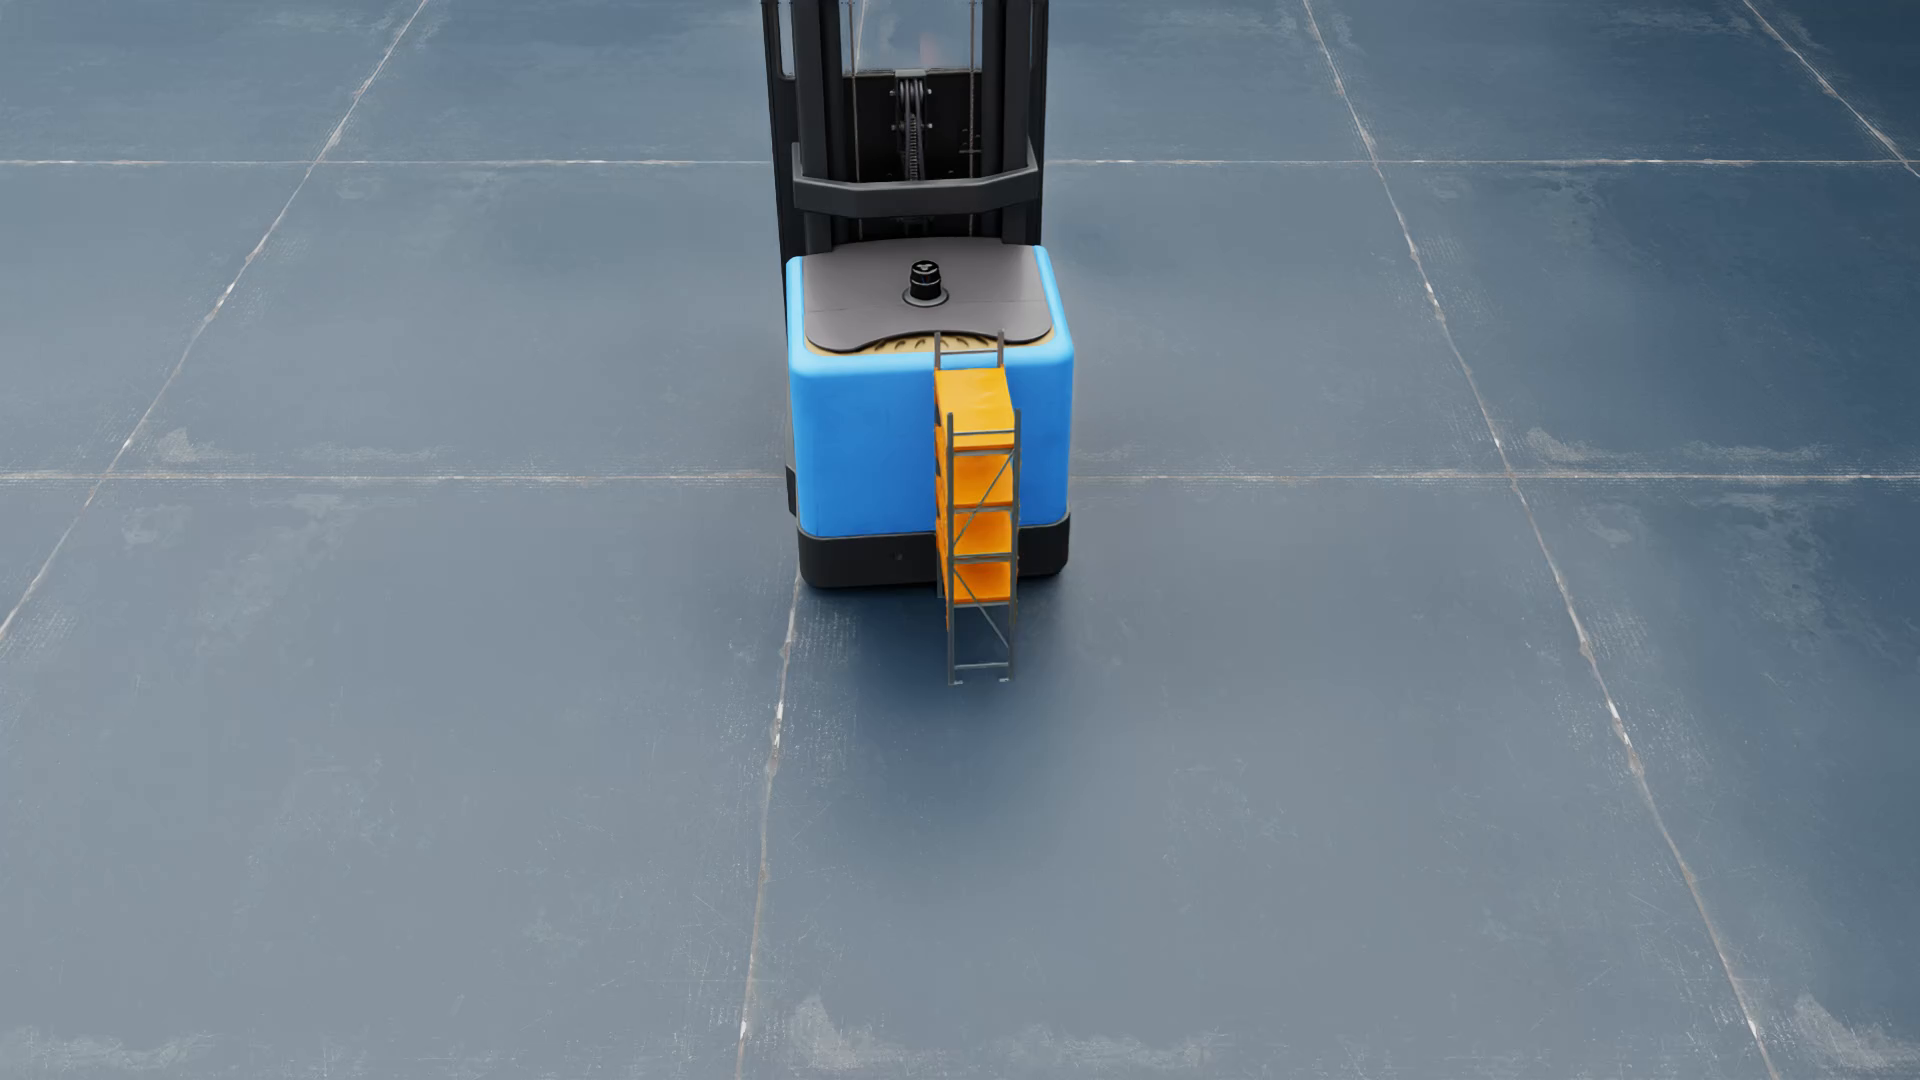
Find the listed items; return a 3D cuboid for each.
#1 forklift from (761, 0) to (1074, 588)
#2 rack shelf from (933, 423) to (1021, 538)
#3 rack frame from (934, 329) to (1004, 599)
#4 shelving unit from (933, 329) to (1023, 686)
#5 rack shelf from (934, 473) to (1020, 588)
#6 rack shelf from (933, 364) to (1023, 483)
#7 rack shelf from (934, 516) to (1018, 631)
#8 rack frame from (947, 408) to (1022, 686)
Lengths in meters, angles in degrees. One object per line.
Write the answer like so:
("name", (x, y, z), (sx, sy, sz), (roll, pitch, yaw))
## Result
("forklift", (-0.230, -1.870, 6.740), (1.130, 2.935, 3.031), (-3, 39, -4))
("rack shelf", (0.055, -0.219, 5.814), (0.258, 0.148, 0.480), (-3, 39, -4))
("rack frame", (0.032, -0.249, 6.101), (0.240, 1.200, 0.015), (-3, 39, -4))
("shelving unit", (0.055, -0.097, 5.912), (0.258, 1.200, 0.503), (-3, 39, -4))
("rack shelf", (0.055, -0.045, 5.954), (0.258, 0.148, 0.480), (-3, 39, -4))
("rack shelf", (0.055, -0.404, 5.666), (0.258, 0.148, 0.480), (-3, 39, -4))
("rack shelf", (0.055, 0.110, 6.078), (0.258, 0.148, 0.480), (-3, 39, -4))
("rack frame", (0.078, 0.055, 5.722), (0.240, 1.200, 0.015), (-3, 39, -4))
